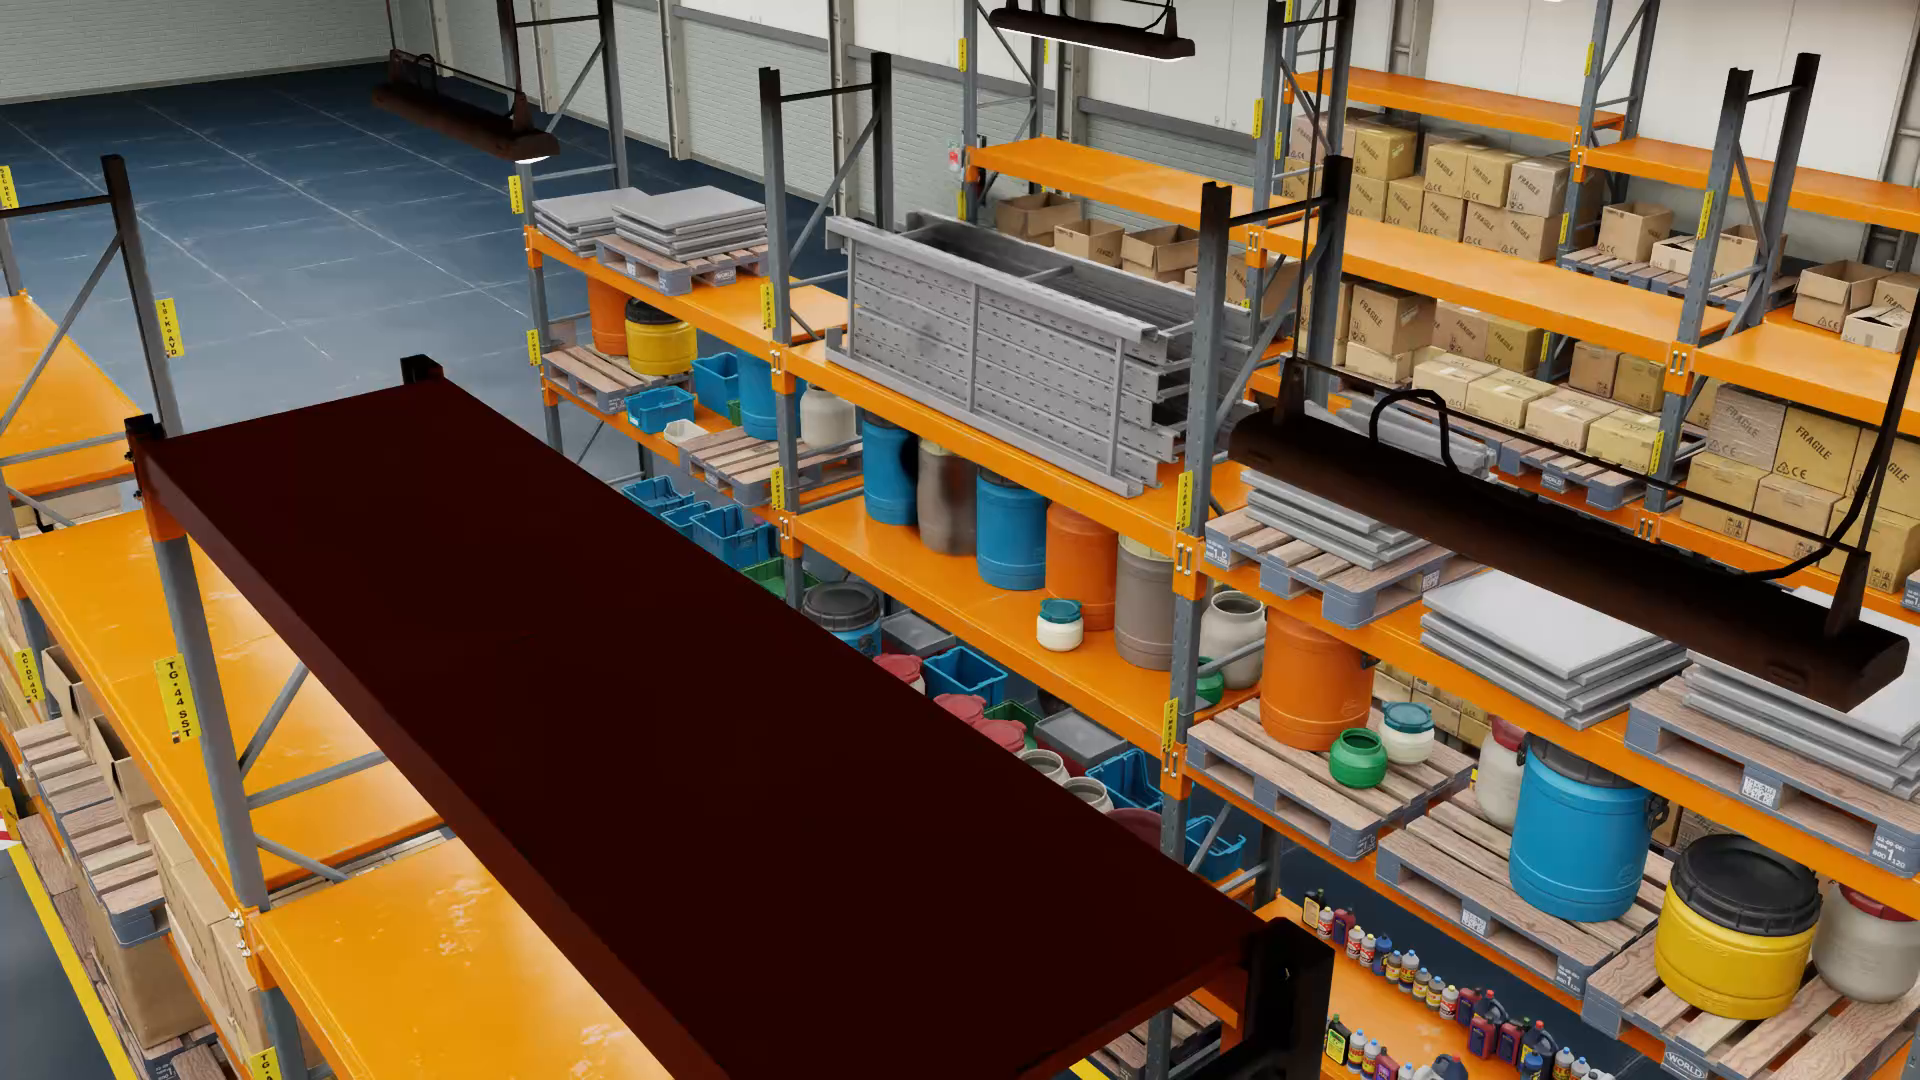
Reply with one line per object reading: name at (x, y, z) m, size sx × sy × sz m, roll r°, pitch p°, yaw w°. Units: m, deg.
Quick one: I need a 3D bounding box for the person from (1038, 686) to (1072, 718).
person at (0.832, 1.045, 14.199) m, size 0.656 × 1.692 × 0.580 m, roll -19°, pitch 32°, yaw -33°

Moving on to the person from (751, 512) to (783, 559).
person at (-1.955, -0.216, 16.872) m, size 0.663 × 1.593 × 0.508 m, roll 7°, pitch 27°, yaw 15°
